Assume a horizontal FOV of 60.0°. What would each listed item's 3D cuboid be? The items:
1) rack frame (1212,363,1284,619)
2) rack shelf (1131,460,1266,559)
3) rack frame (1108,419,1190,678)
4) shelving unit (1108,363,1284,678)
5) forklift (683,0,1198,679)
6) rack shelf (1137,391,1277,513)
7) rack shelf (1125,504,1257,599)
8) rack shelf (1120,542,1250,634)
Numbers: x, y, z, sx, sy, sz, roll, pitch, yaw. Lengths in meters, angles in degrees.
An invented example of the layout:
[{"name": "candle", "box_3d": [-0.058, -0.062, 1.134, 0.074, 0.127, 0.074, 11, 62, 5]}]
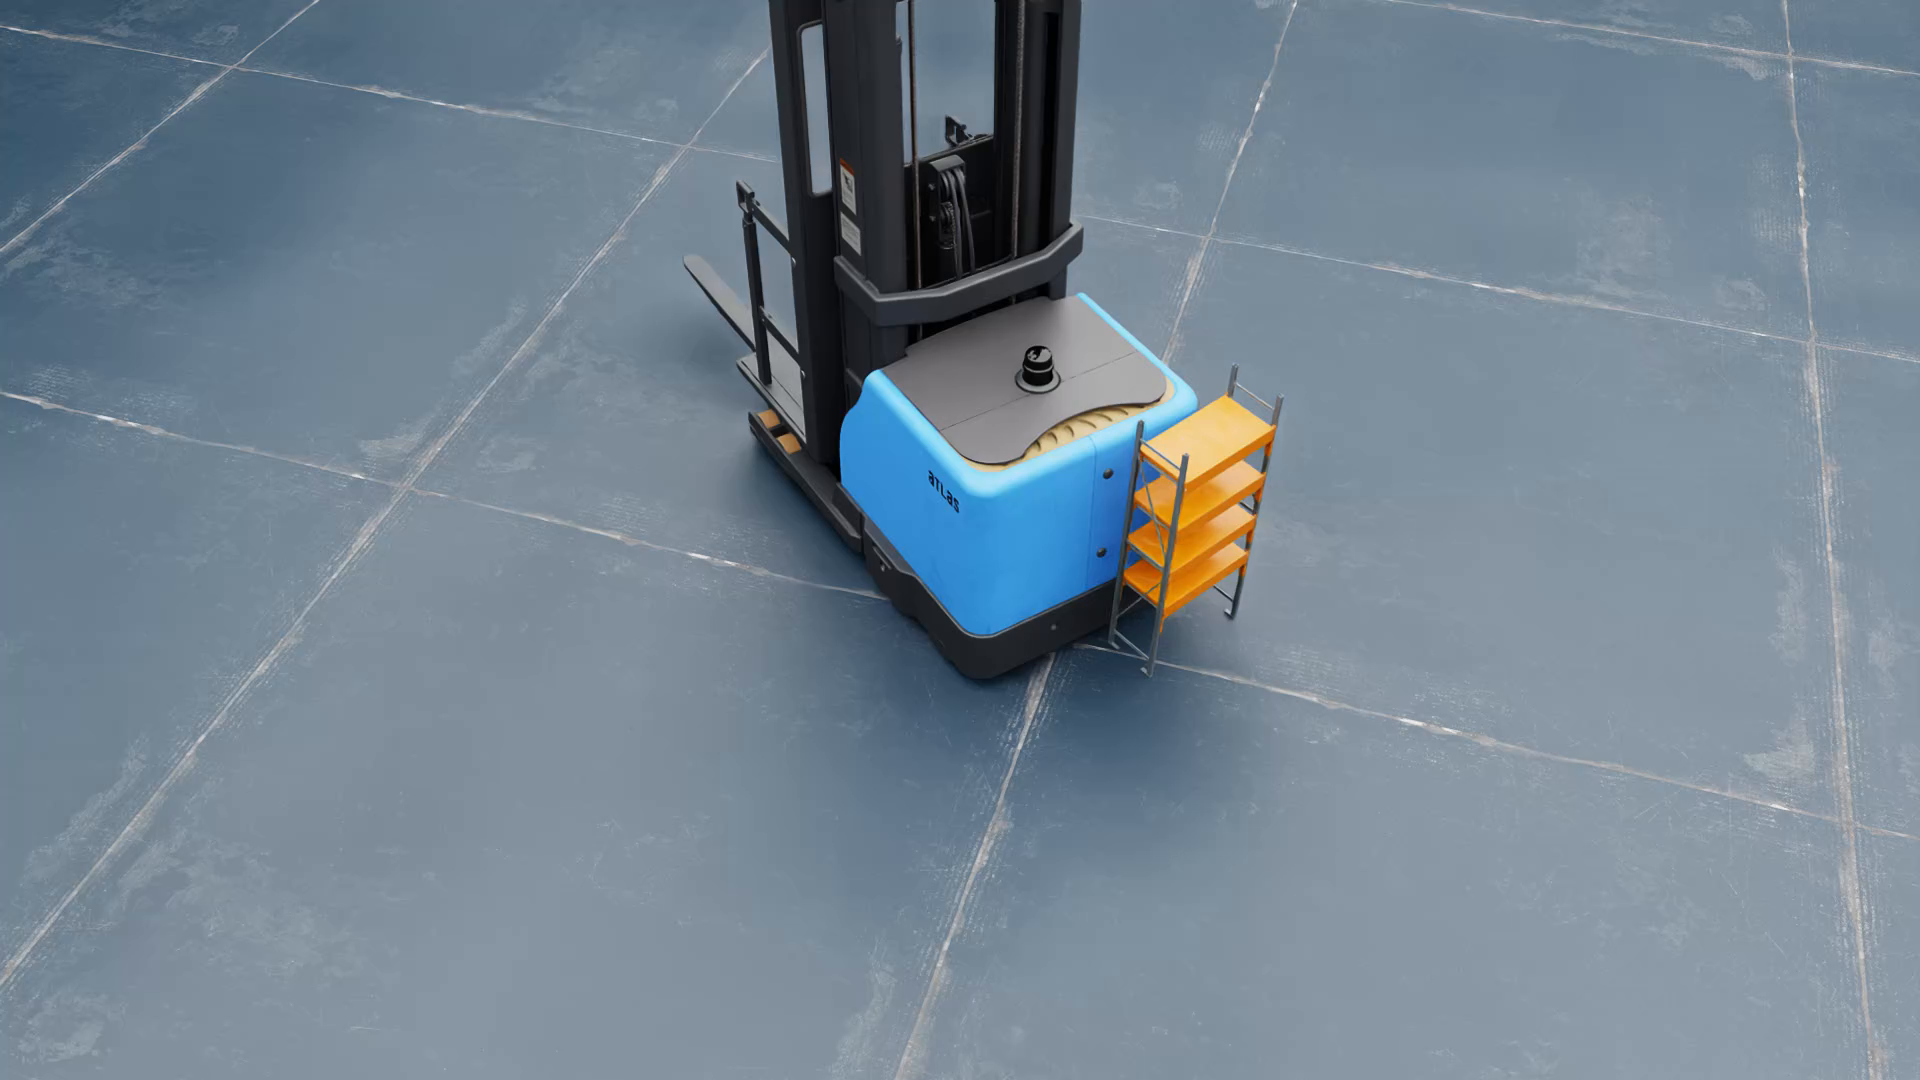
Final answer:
[{"name": "rack frame", "box_3d": [1.064, -0.163, 6.450, 0.015, 1.200, 0.240, -31, 54, -28]}, {"name": "rack shelf", "box_3d": [0.883, -0.160, 6.224, 0.480, 0.148, 0.258, -31, 54, -28]}, {"name": "rack frame", "box_3d": [0.694, 0.060, 6.223, 0.015, 1.200, 0.240, -31, 54, -28]}, {"name": "shelving unit", "box_3d": [0.879, -0.051, 6.337, 0.503, 1.200, 0.258, -31, 54, -28]}, {"name": "forklift", "box_3d": [-0.299, -1.517, 6.604, 1.130, 2.935, 3.031, -23, 49, -22]}, {"name": "rack shelf", "box_3d": [0.889, -0.324, 6.054, 0.480, 0.148, 0.258, -31, 54, -28]}, {"name": "rack shelf", "box_3d": [0.878, -0.005, 6.385, 0.480, 0.148, 0.258, -31, 54, -28]}, {"name": "rack shelf", "box_3d": [0.873, 0.133, 6.528, 0.480, 0.148, 0.258, -31, 54, -28]}]
